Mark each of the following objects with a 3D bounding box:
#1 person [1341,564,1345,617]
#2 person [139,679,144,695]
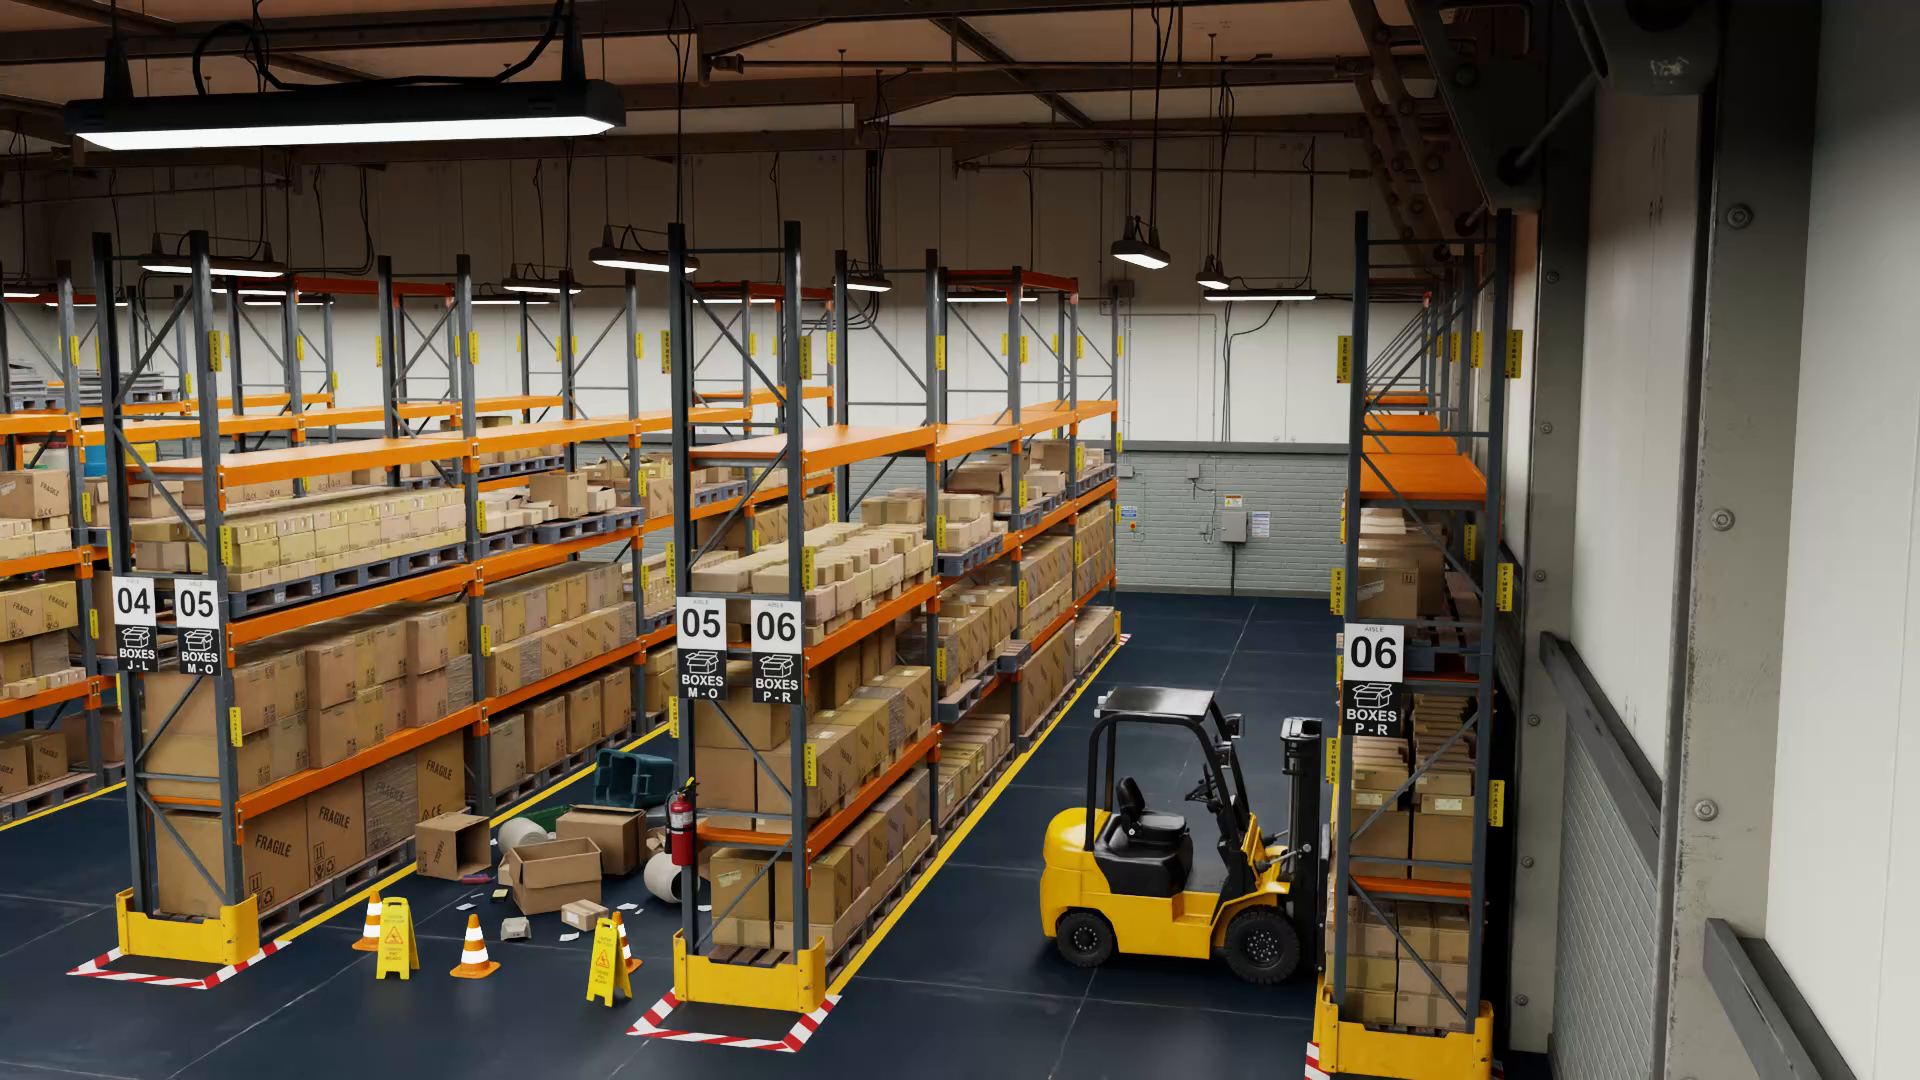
[{"bbox_3d":[6.693,0.847,28.294,0.497,1.721,0.557,-1,7,-5],"label":"person"},{"bbox_3d":[-11.118,1.542,22.646,0.628,1.767,0.689,0,7,2],"label":"person"}]
